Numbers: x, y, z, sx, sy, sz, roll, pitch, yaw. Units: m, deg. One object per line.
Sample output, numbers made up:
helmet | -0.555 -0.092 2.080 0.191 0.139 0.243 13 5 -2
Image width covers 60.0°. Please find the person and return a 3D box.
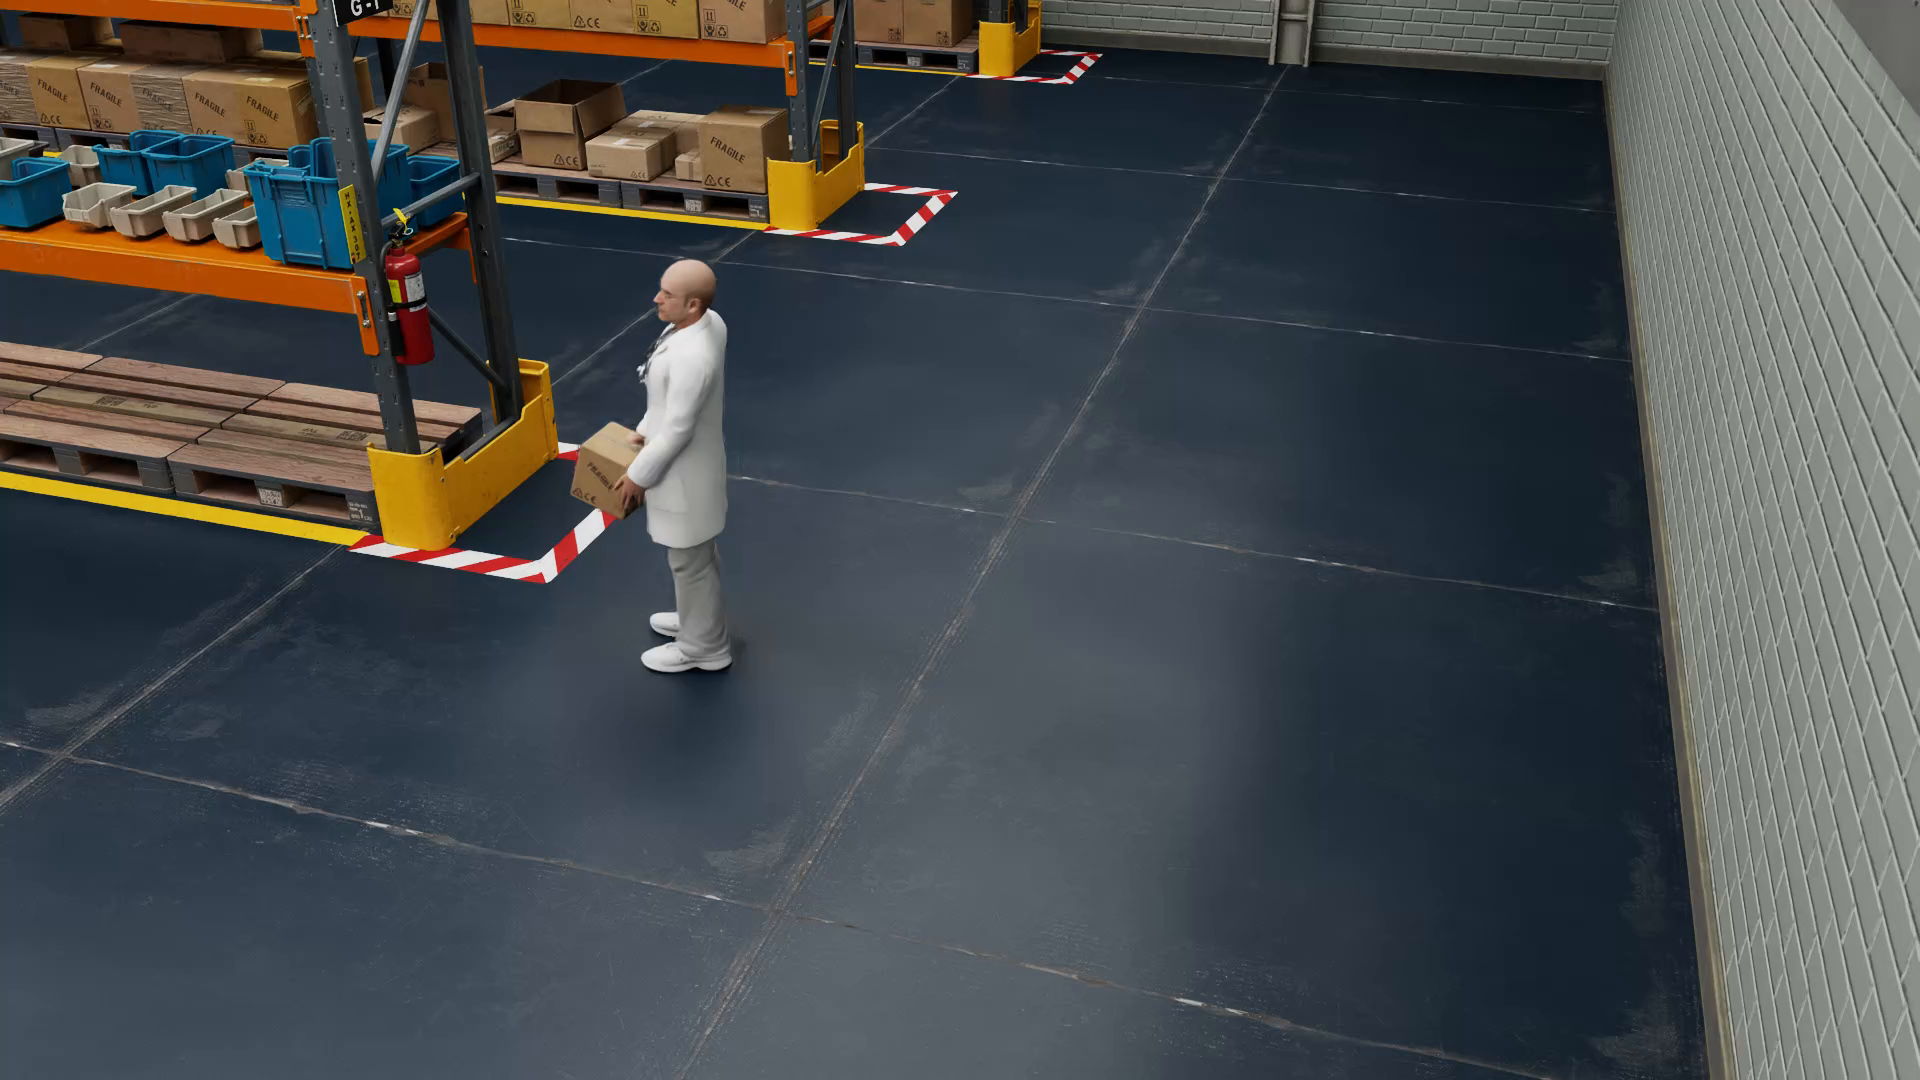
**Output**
person | -1.140 -0.273 6.619 0.469 1.784 0.606 0 29 0
